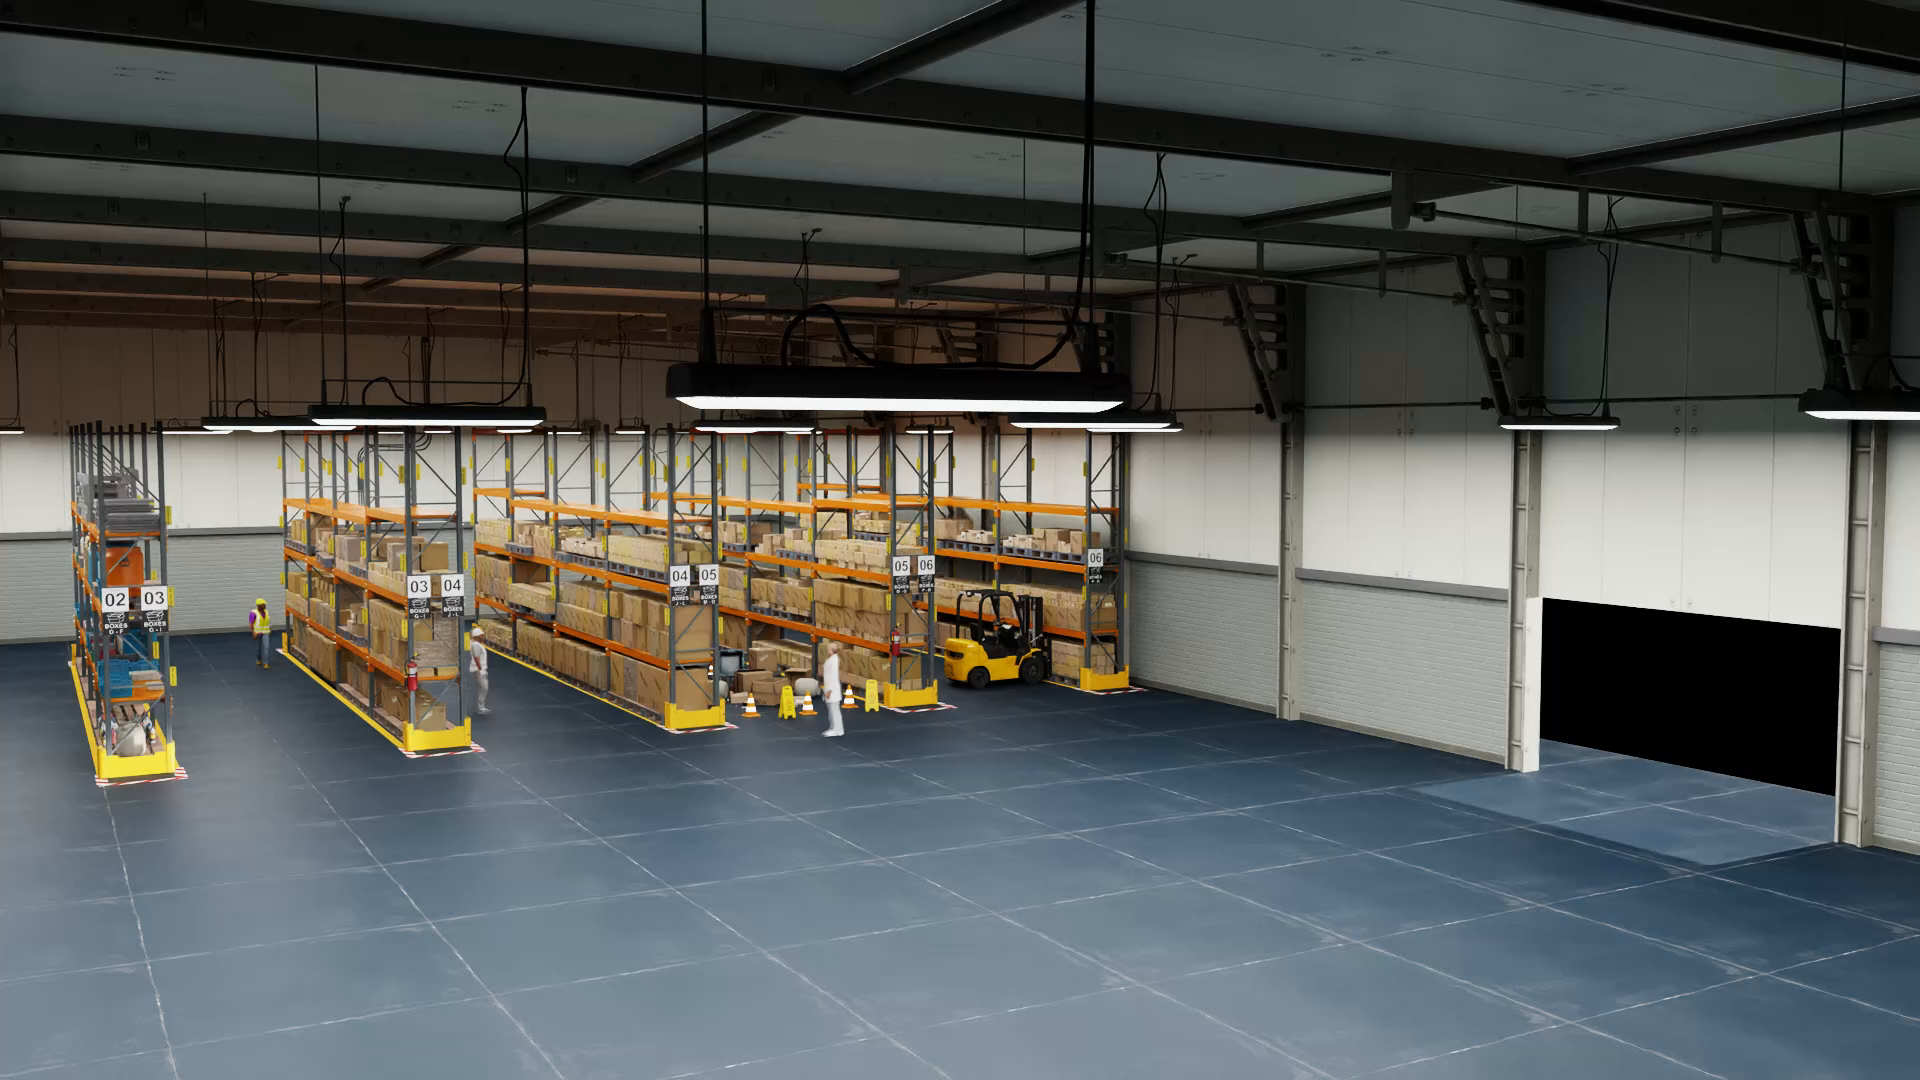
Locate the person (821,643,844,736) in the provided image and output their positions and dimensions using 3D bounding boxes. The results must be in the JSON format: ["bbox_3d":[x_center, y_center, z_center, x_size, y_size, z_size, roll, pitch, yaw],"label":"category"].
[{"bbox_3d":[-2.442,2.873,31.847,0.417,1.812,0.651,-1,4,-11],"label":"person"}]

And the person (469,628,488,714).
[{"bbox_3d":[-9.982,2.735,34.581,0.476,1.827,0.583,0,4,-1],"label":"person"}]

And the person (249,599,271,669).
[{"bbox_3d":[-17.330,2.316,41.165,0.494,1.730,0.986,-2,4,-25],"label":"person"}]
